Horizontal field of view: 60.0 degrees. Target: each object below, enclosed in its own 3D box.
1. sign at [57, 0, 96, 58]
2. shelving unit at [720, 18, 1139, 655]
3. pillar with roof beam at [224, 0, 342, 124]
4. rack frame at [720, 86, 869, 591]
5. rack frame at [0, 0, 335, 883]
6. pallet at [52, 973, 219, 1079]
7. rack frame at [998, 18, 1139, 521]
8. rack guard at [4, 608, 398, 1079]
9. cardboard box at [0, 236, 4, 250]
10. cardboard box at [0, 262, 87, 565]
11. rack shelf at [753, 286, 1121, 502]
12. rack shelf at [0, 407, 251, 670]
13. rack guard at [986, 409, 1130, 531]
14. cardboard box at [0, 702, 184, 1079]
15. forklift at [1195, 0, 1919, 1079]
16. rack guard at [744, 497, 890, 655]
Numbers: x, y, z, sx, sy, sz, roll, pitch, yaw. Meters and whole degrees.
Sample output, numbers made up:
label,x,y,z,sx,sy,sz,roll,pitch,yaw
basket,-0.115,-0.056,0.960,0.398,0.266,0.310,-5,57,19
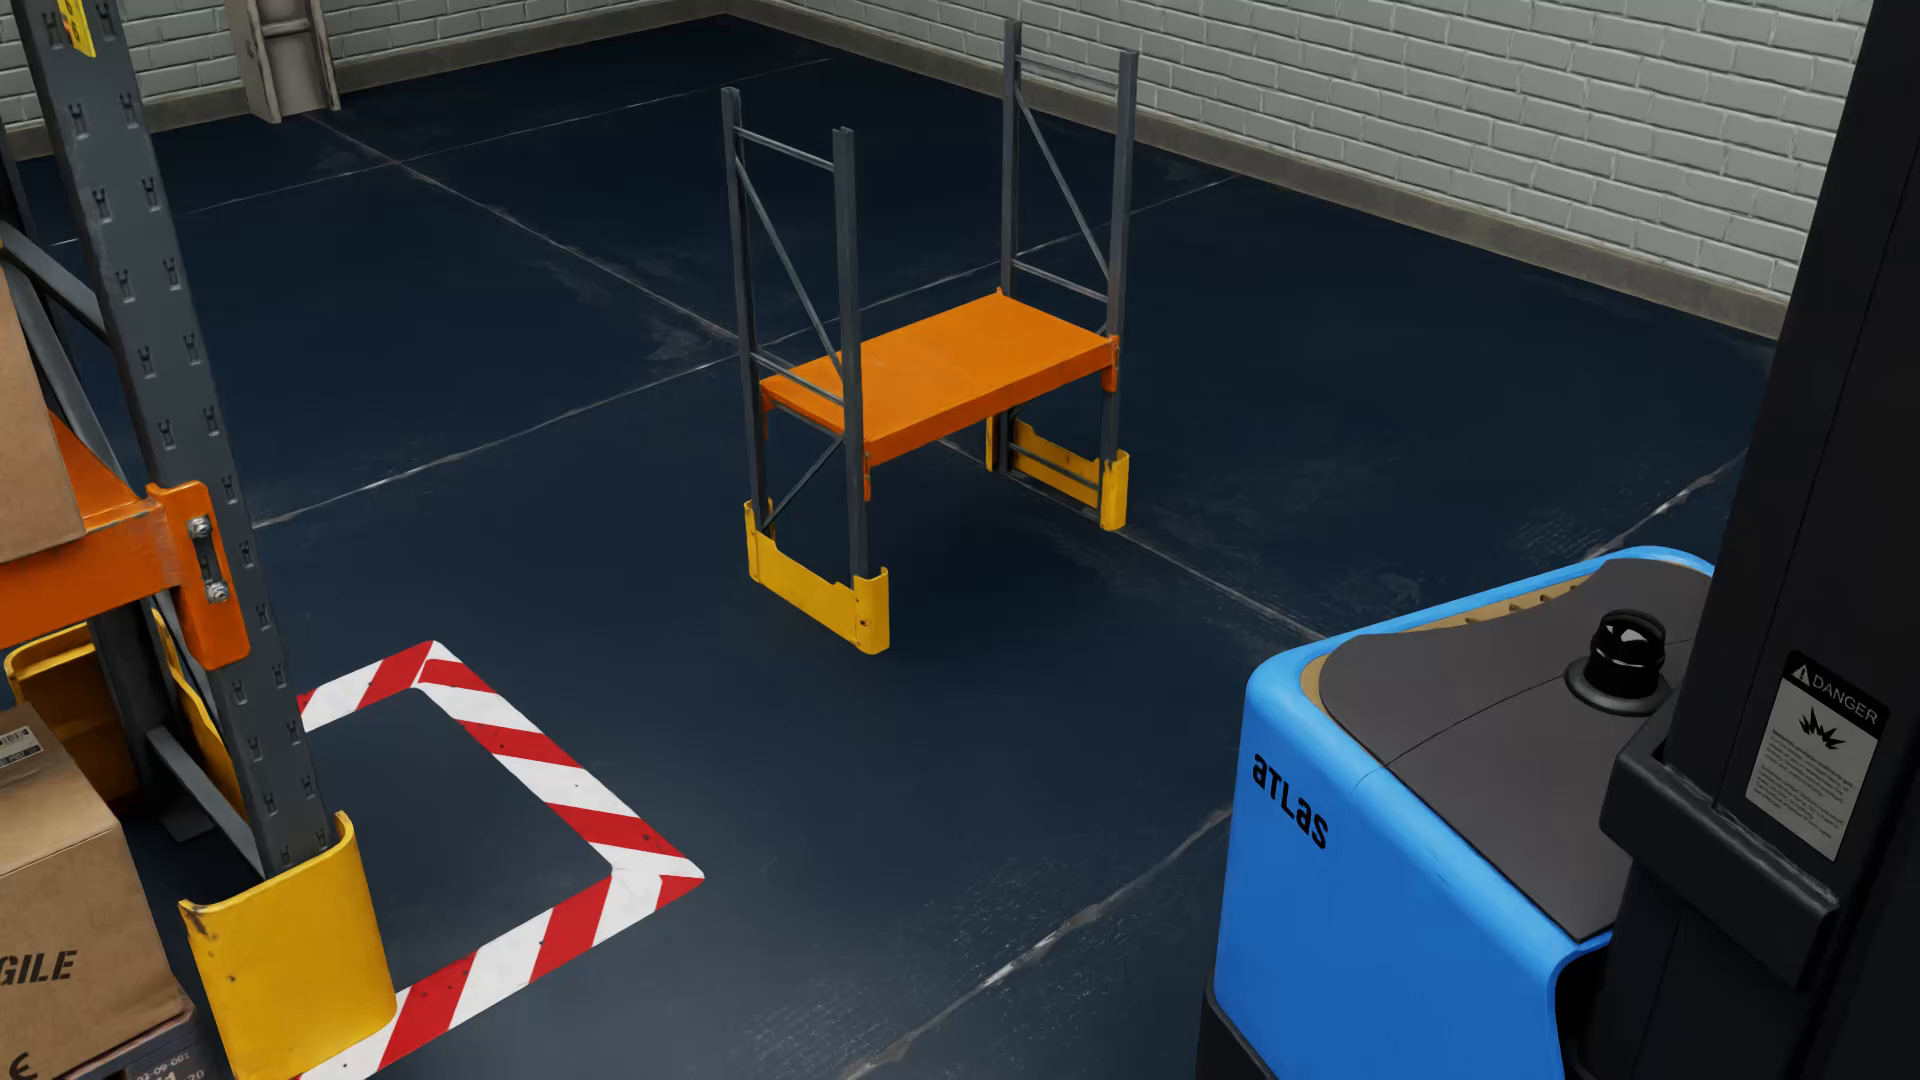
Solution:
label,x,y,z,sx,sy,sz,roll,pitch,yaw
sign,-1.293,-0.859,2.366,0.005,0.325,0.100,-26,40,-35
shelving unit,-0.056,-0.613,4.815,1.083,1.500,0.587,-26,40,-35
pillar with roof beam,-0.707,-4.544,4.055,0.400,9.000,9.100,-26,40,-35
rack frame,-0.435,-0.429,4.514,0.032,1.500,0.500,-26,40,-35
rack frame,-1.655,-0.449,3.109,0.127,3.000,1.000,-26,40,-35
pallet,-2.295,1.051,3.330,1.213,0.211,1.003,-26,40,-35
rack frame,0.310,-0.790,5.104,0.032,1.500,0.500,-26,40,-35
rack guard,-1.711,0.644,3.717,0.348,0.500,1.175,-26,40,-35
cardboard box,-1.795,-0.655,2.392,0.500,0.500,0.500,-26,40,-36
cardboard box,-1.799,-0.229,2.653,0.500,0.500,0.500,-24,39,-34
rack shelf,-0.063,-0.456,4.903,1.000,0.185,0.538,-26,40,-35
rack shelf,-3.122,0.567,2.137,4.000,0.370,1.077,-26,40,-35
rack guard,0.309,-0.256,5.429,0.087,0.250,0.587,-26,40,-35
cardboard box,-1.887,0.717,3.177,0.500,0.500,0.500,-26,40,-35
forklift,1.565,0.459,1.691,1.130,2.935,3.031,-14,34,-22
rack guard,-0.421,0.097,4.852,0.087,0.250,0.587,-26,40,-35
